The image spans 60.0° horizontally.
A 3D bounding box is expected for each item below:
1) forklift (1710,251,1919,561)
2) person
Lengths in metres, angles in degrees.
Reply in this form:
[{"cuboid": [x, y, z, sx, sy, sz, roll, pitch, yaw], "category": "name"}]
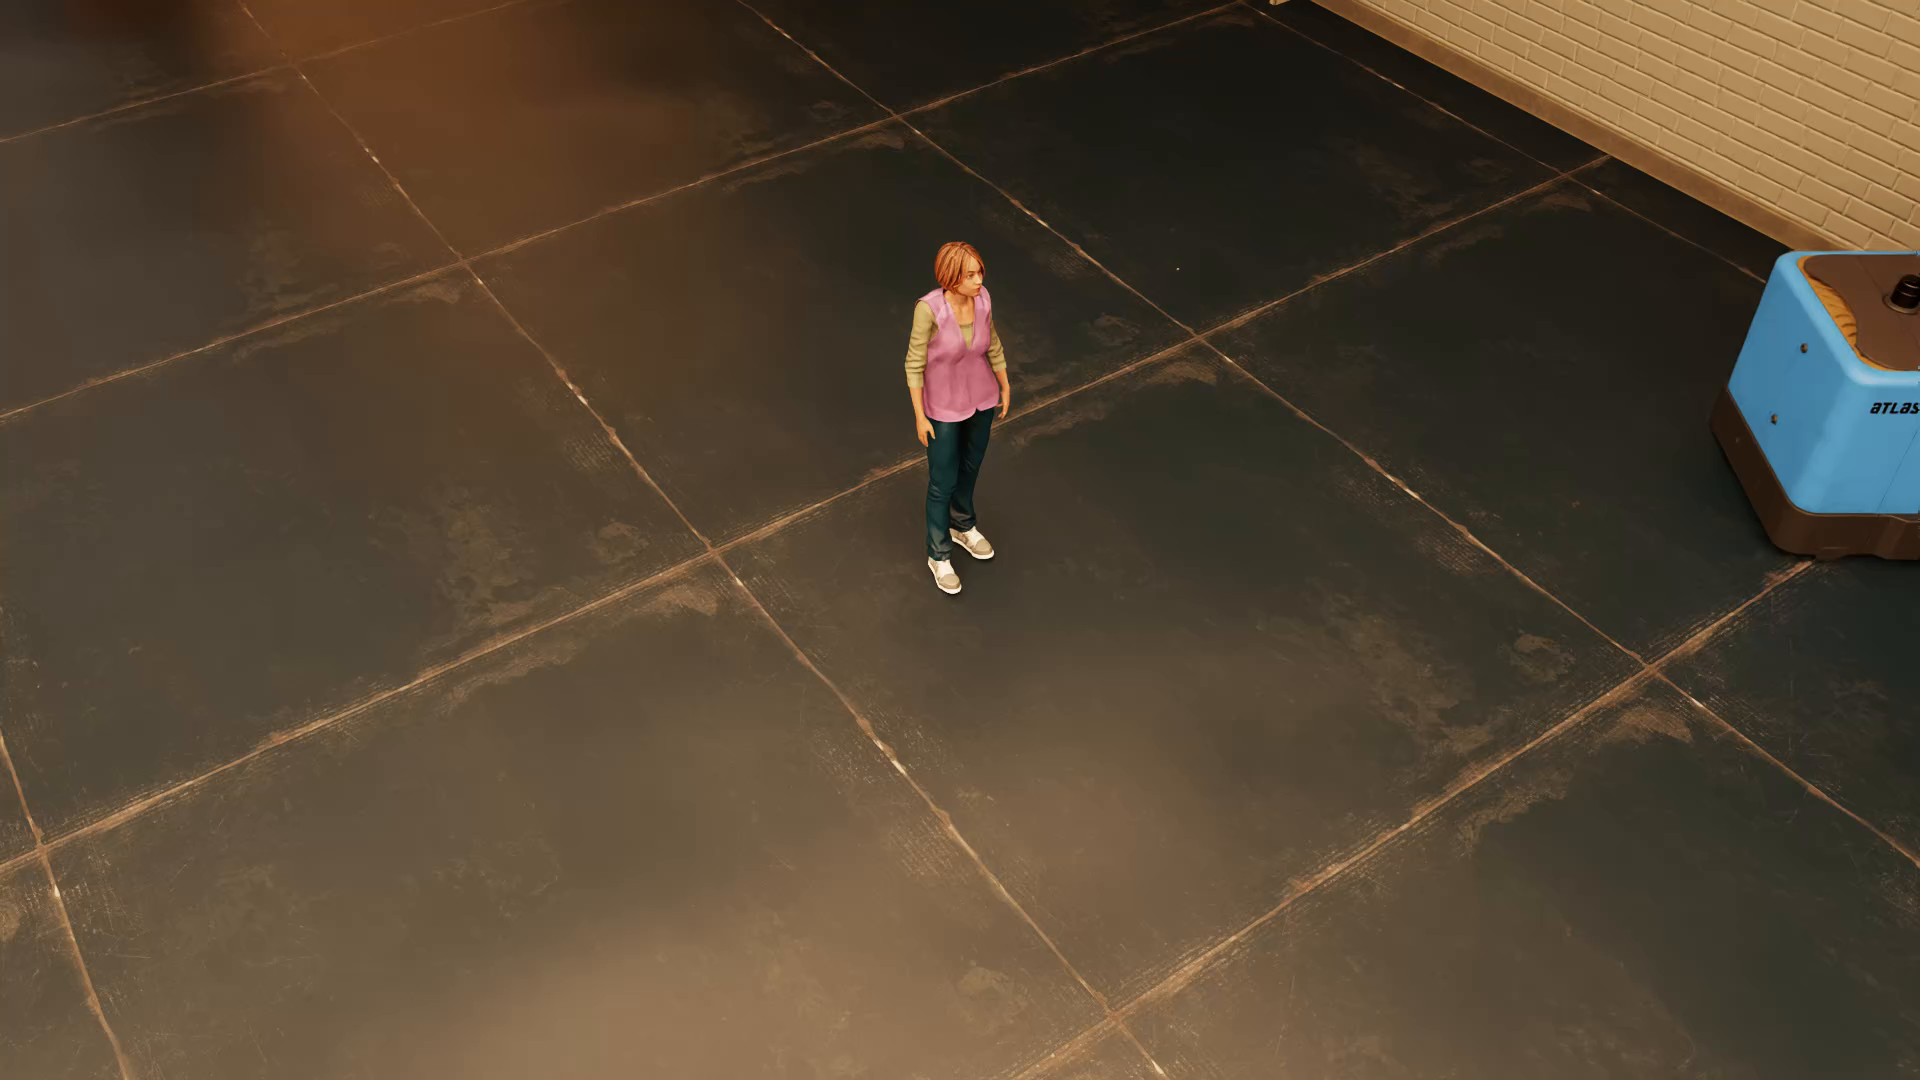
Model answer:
[{"cuboid": [5.303, -1.312, 7.139, 3.031, 2.935, 1.130, 0, 43, 0], "category": "forklift"}, {"cuboid": [0.030, -0.545, 7.283, 0.520, 1.593, 0.476, -25, 48, -25], "category": "person"}]
